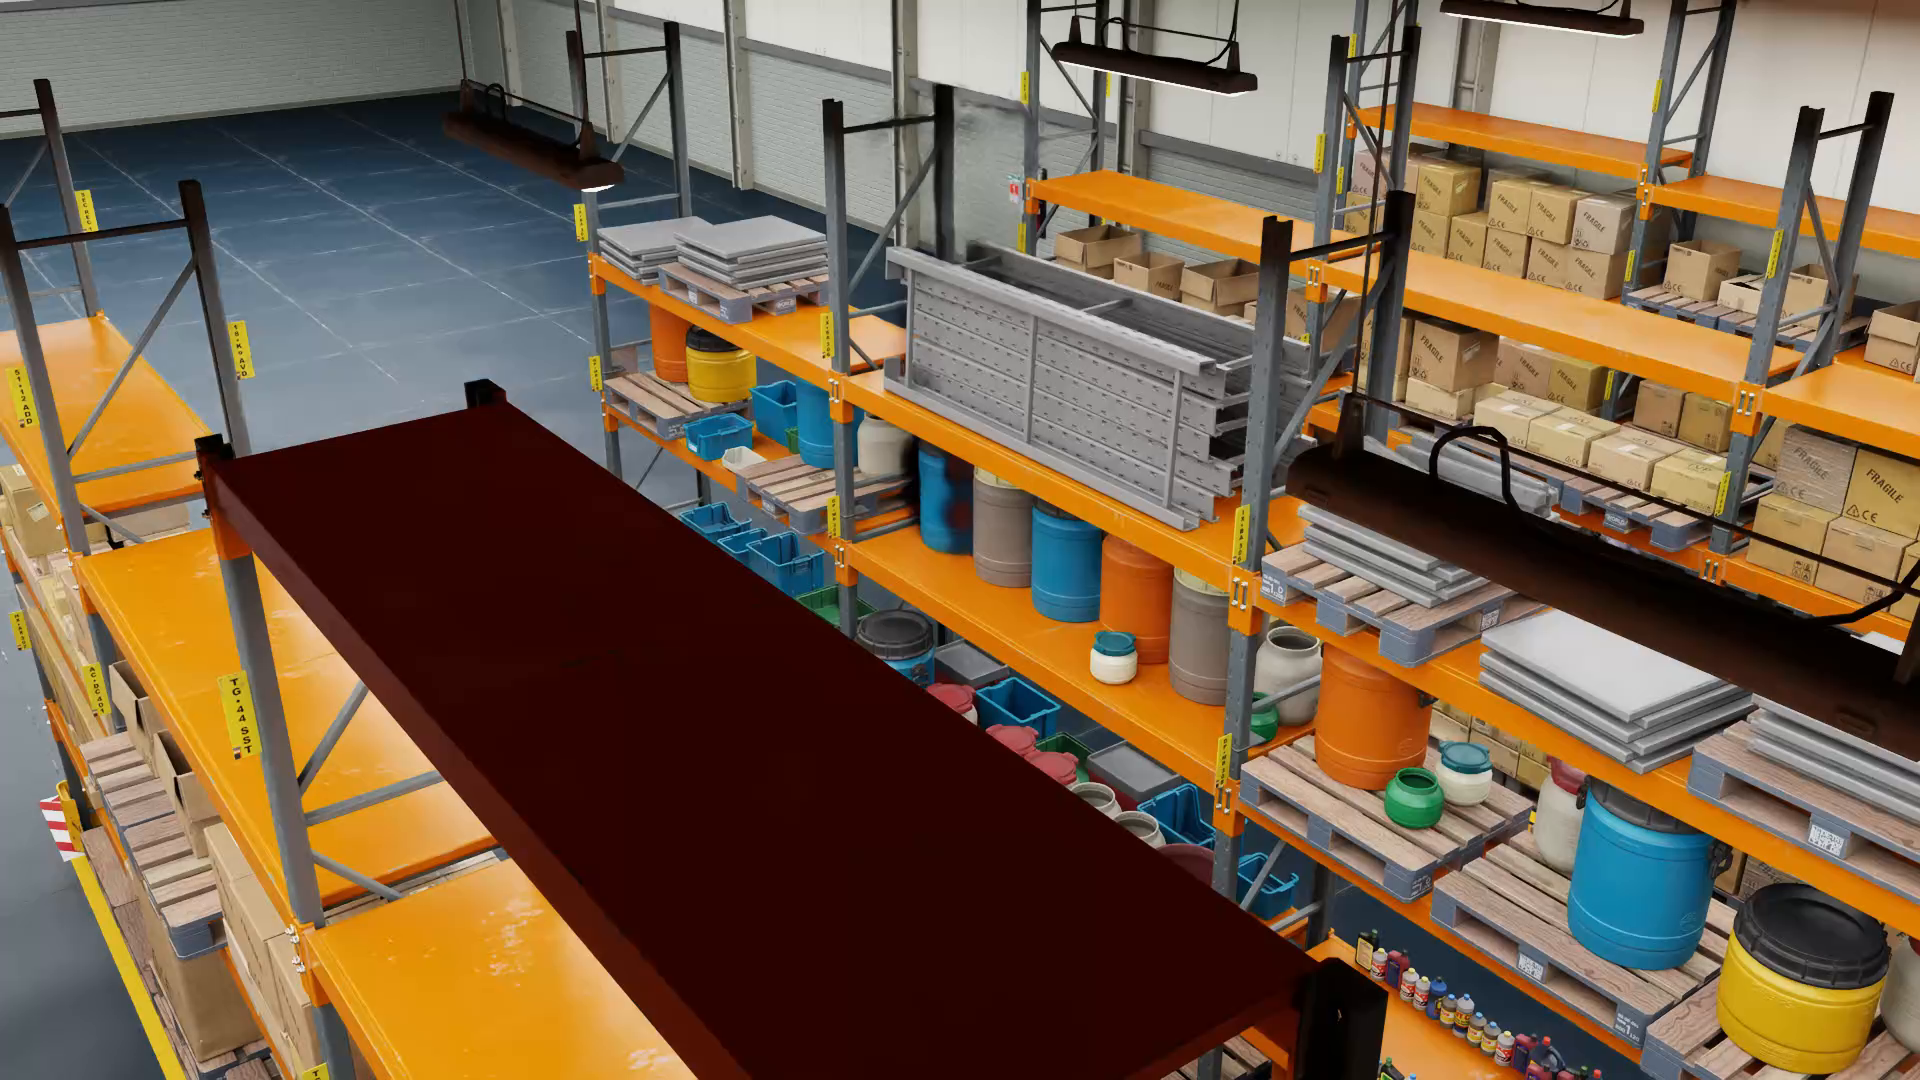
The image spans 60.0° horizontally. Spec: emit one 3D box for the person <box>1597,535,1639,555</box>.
[{"bbox_3d":[6.192,0.501,15.976,0.613,1.640,0.705,-19,31,-35],"label":"person"}]
